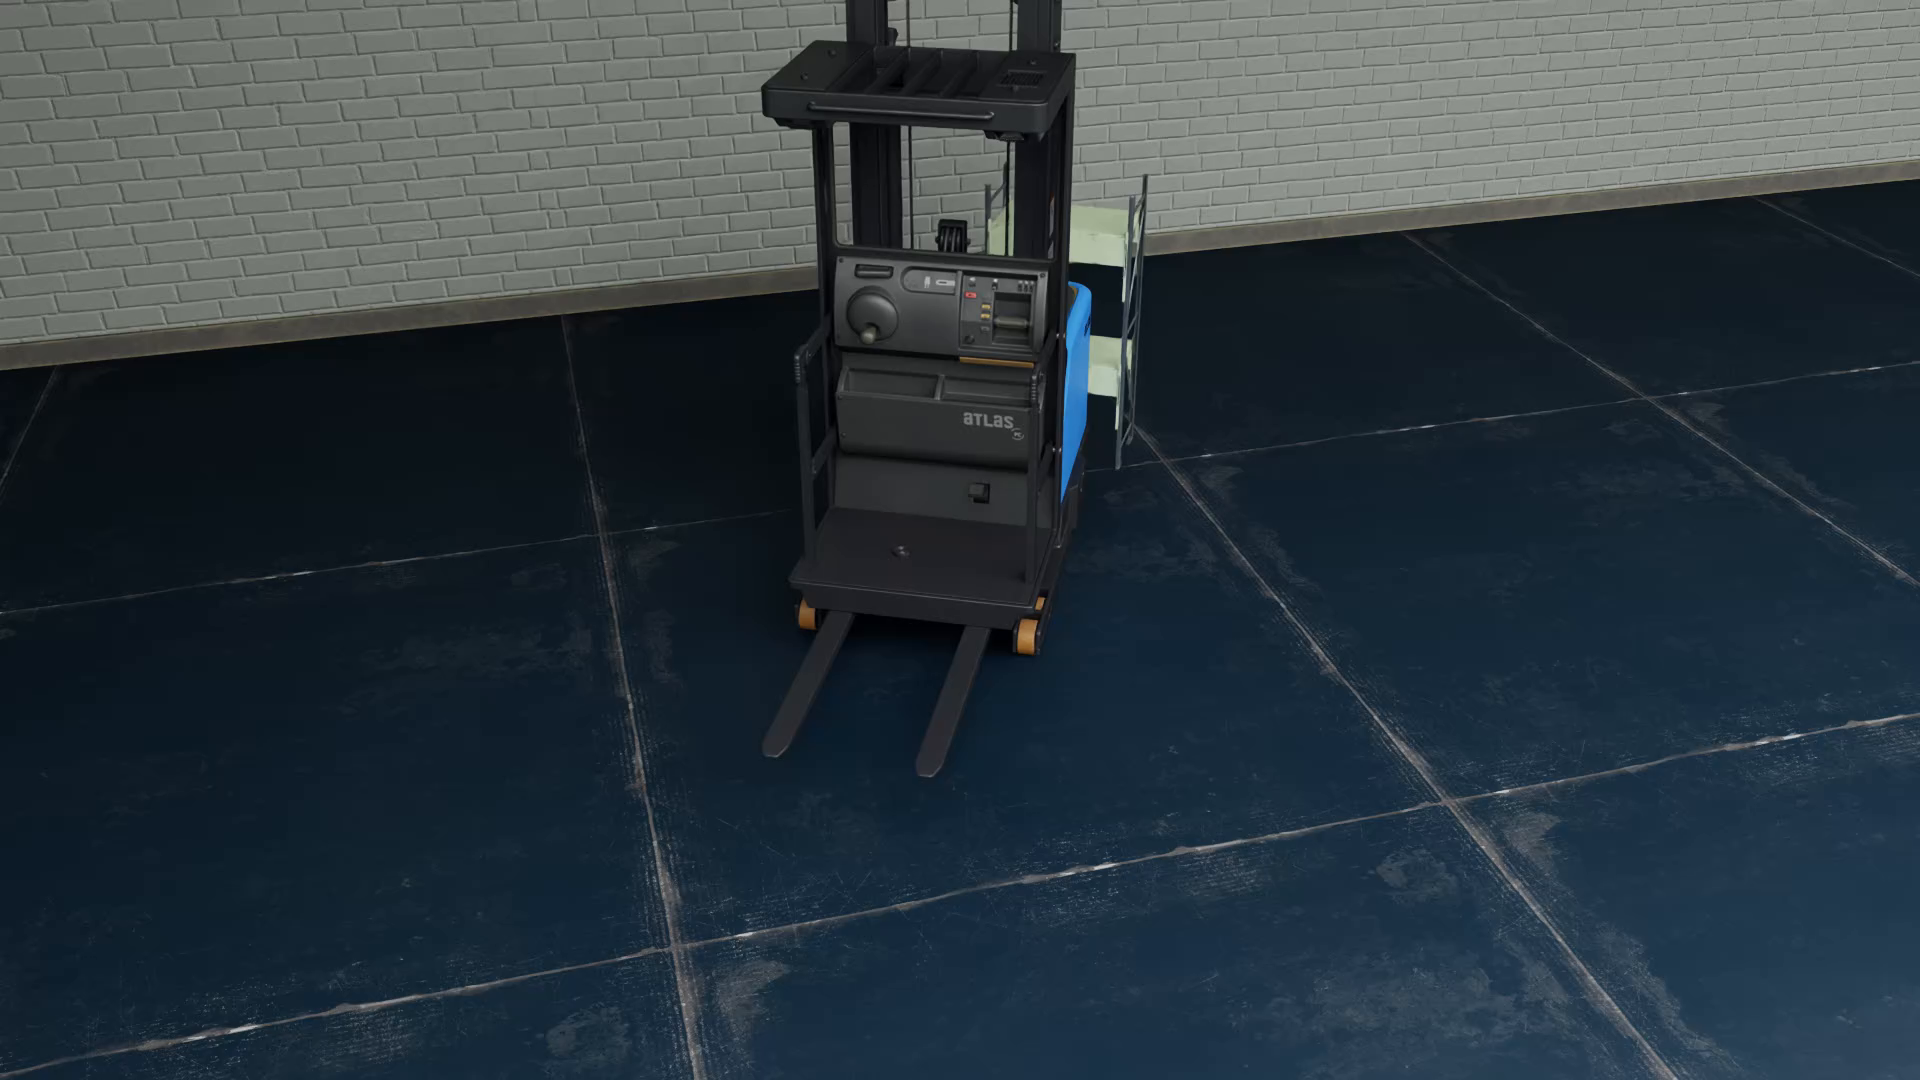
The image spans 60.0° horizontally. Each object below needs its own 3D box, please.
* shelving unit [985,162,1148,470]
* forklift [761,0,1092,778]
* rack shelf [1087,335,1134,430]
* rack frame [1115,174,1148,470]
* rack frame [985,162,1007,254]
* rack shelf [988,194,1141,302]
[{"bbox_3d":[0.543,-1.173,8.778,0.755,1.500,0.431,8,31,14],"label":"shelving unit"},{"bbox_3d":[-0.127,-0.959,6.982,1.130,2.935,3.031,6,31,10],"label":"forklift"},{"bbox_3d":[0.543,-0.890,8.940,0.720,0.370,0.431,8,31,14],"label":"rack shelf"},{"bbox_3d":[0.895,-1.123,8.691,0.023,1.500,0.400,8,31,14],"label":"rack frame"},{"bbox_3d":[0.191,-1.223,8.865,0.023,1.500,0.400,8,31,14],"label":"rack frame"},{"bbox_3d":[0.544,-1.512,8.583,0.720,0.370,0.431,8,31,14],"label":"rack shelf"}]
